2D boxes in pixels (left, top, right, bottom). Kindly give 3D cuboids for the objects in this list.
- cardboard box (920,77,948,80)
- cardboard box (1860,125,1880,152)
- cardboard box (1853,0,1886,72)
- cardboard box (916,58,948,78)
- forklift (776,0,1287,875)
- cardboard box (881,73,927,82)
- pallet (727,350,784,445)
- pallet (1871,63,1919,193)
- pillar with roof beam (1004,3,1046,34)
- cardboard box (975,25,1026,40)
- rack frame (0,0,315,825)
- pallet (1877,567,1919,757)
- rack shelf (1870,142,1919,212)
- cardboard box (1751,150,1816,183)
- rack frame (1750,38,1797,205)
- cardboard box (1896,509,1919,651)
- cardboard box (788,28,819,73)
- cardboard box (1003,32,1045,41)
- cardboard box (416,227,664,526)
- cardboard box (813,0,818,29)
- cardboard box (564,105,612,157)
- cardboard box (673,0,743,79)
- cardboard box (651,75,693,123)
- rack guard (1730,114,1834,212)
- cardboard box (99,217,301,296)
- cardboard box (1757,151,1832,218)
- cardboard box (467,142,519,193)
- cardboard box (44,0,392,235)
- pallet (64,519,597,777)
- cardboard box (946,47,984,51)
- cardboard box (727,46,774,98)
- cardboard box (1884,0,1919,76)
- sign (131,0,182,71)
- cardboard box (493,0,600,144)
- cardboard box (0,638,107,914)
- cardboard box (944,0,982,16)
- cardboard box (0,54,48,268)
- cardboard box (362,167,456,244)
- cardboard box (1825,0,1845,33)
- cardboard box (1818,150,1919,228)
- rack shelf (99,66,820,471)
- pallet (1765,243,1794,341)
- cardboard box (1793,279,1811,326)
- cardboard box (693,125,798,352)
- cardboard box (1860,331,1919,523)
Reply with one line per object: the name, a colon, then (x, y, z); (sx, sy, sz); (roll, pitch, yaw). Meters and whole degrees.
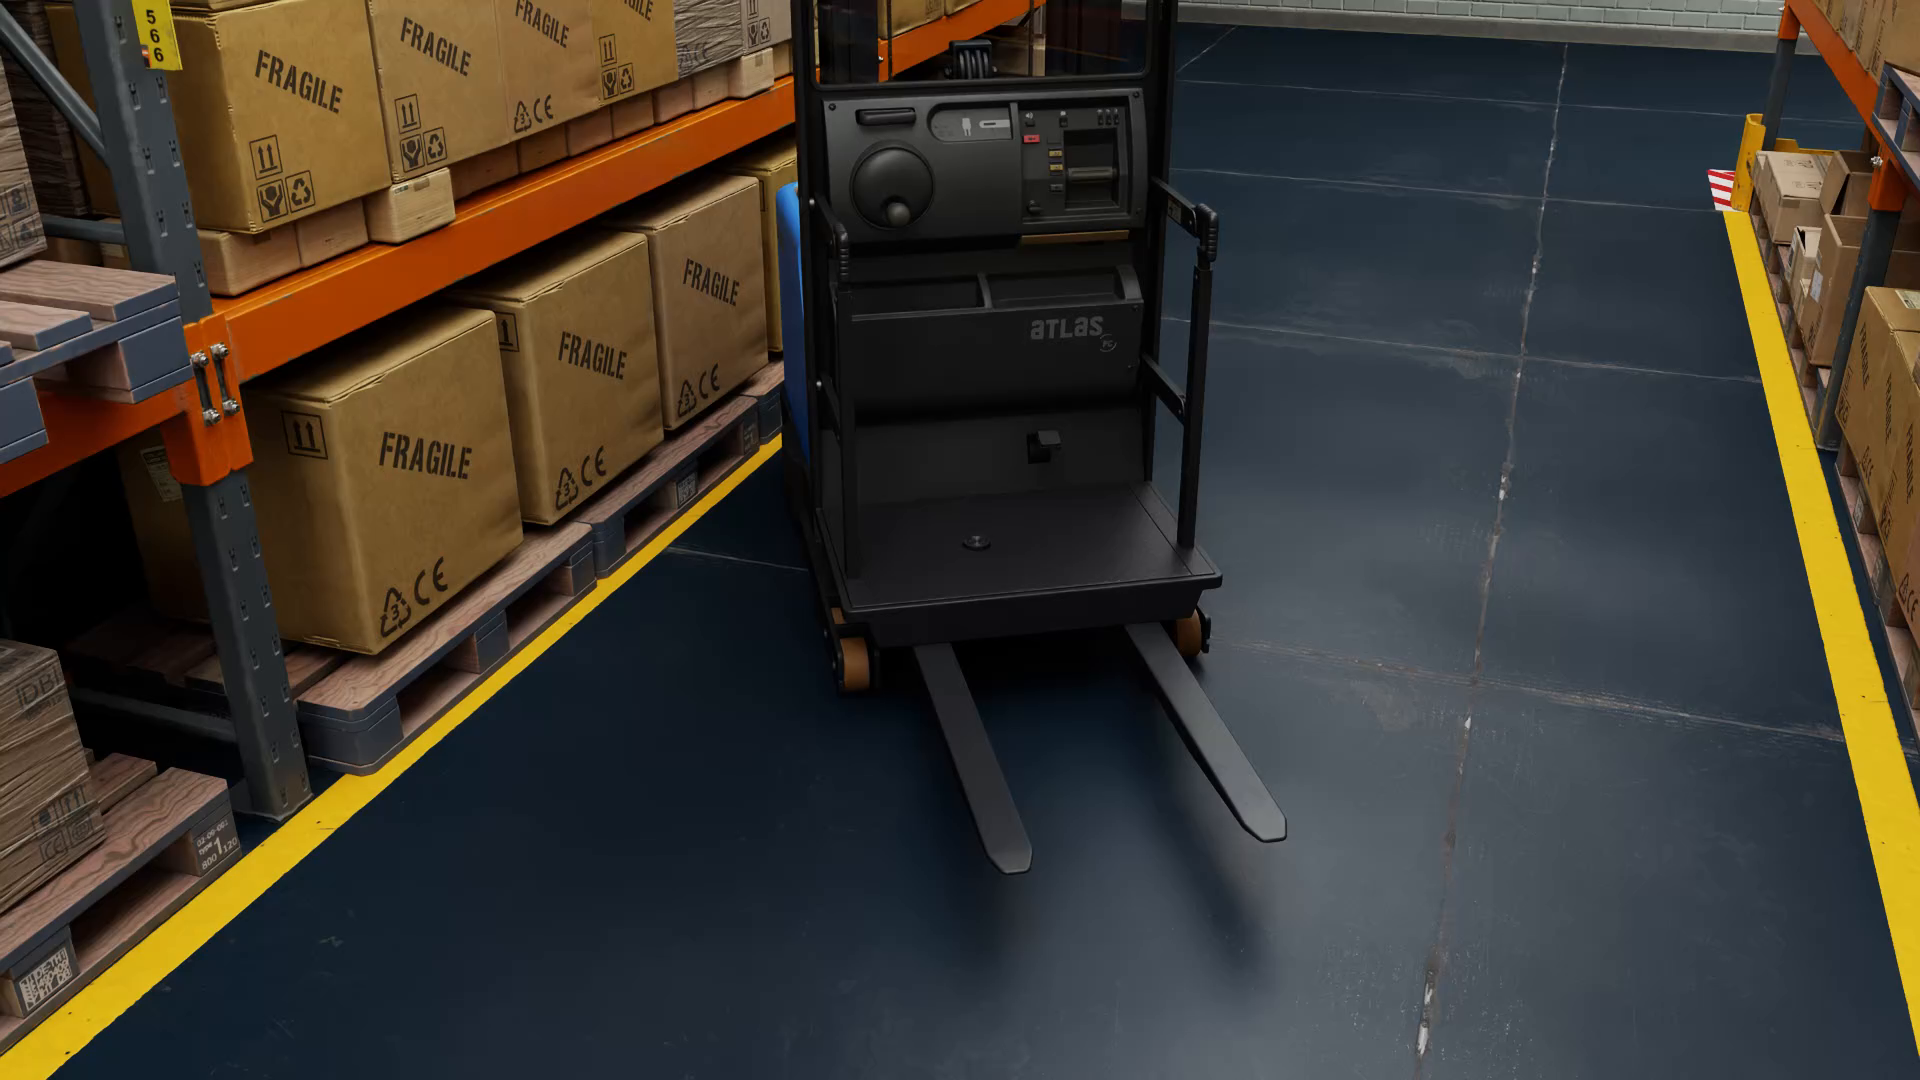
cardboard box: (-0.046, -2.341, 8.785); (0.380, 0.149, 0.250); (8, 27, 16)
cardboard box: (5.204, -2.105, 9.019); (0.500, 0.500, 0.500); (9, 27, 17)
cardboard box: (3.916, -2.147, 6.627); (0.500, 0.500, 0.500); (10, 27, 19)
cardboard box: (-0.226, -2.621, 9.363); (0.380, 0.149, 0.250); (9, 27, 18)
forklift: (0.125, -1.051, 4.556); (1.130, 2.935, 3.031); (-5, 26, -10)
cardboard box: (-0.396, -2.410, 8.929); (0.380, 0.149, 0.250); (9, 27, 18)
pallet: (-1.037, -0.781, 7.121); (1.003, 0.211, 1.213); (9, 27, 17)
pallet: (3.453, -1.248, 5.106); (1.003, 0.211, 1.213); (9, 27, 17)
pillar with roof beam: (4.622, -7.319, 10.539); (9.100, 9.000, 0.400); (9, 27, 17)
cardboard box: (0.194, -3.142, 10.439); (0.380, 0.149, 0.250); (9, 27, 18)
rack frame: (-2.182, -0.720, 3.795); (1.000, 3.000, 0.127); (9, 27, 17)
pallet: (3.182, 0.451, 4.577); (1.003, 0.211, 1.213); (9, 27, 17)
rack shelf: (3.156, -0.502, 4.169); (1.077, 0.370, 4.000); (9, 27, 17)
cardboard box: (4.689, -2.084, 9.378); (0.380, 0.149, 0.250); (9, 27, 17)
rack frame: (5.153, -3.291, 9.105); (1.000, 3.000, 0.127); (9, 27, 17)
cardboard box: (2.922, 0.076, 4.514); (0.500, 0.500, 0.500); (8, 27, 15)
cardboard box: (-0.758, -1.973, 6.648); (0.380, 0.149, 0.250); (9, 27, 18)
cardboard box: (0.471, -2.982, 10.110); (0.380, 0.149, 0.250); (8, 27, 17)
cardboard box: (-1.516, -0.584, 5.499); (0.750, 0.750, 0.750); (9, 27, 17)
cardboard box: (-0.767, -2.326, 6.632); (0.500, 0.500, 0.500); (8, 27, 17)
cardboard box: (-1.354, -1.350, 5.361); (0.380, 0.149, 0.250); (9, 27, 18)
cardboard box: (-1.103, -1.909, 5.772); (0.500, 0.500, 0.500); (9, 27, 18)
cardboard box: (-1.161, -1.564, 5.804); (0.380, 0.149, 0.250); (8, 27, 16)
rack guard: (5.127, -2.135, 9.585); (1.175, 0.500, 0.348); (9, 27, 17)
cardboard box: (-1.854, -0.718, 4.056); (0.380, 0.149, 0.250); (8, 27, 17)
cardboard box: (4.538, -1.864, 8.807); (0.500, 0.250, 0.500); (9, 27, 17)
cardboard box: (-1.548, -1.146, 4.941); (0.380, 0.149, 0.250); (9, 27, 19)
cardboard box: (-1.779, -1.071, 4.040); (0.500, 0.500, 0.500); (10, 27, 19)
pallet: (-1.849, 0.222, 5.050); (1.003, 0.211, 1.213); (9, 27, 17)
cardboard box: (-0.057, -2.831, 9.797); (0.380, 0.149, 0.250); (9, 27, 18)
cardboard box: (-0.919, -1.756, 6.200); (0.380, 0.149, 0.250); (9, 27, 17)
cardboard box: (3.453, -1.719, 5.262); (0.700, 0.500, 0.500); (0, 26, 0)
sign: (-1.667, -1.131, 3.406); (0.100, 0.325, 0.005); (9, 27, 17)
cardboard box: (-1.430, -1.488, 4.903); (0.500, 0.500, 0.500); (9, 27, 17)
cardboard box: (-2.373, 0.510, 3.618); (0.700, 0.500, 0.500); (9, 27, 18)
cardboard box: (-0.407, -3.019, 8.199); (0.980, 0.700, 0.700); (8, 27, 16)
cardboard box: (-2.329, -0.769, 3.276); (0.700, 0.500, 0.500); (6, 26, 11)
cardboard box: (-1.594, -0.917, 4.467); (0.380, 0.149, 0.250); (10, 27, 19)
cardboard box: (4.252, -2.568, 7.497); (0.500, 0.500, 0.500); (9, 27, 18)
cardboard box: (4.442, -1.494, 7.754); (0.797, 0.503, 0.637); (9, 27, 17)
rack shelf: (-1.517, -1.218, 5.650); (1.077, 0.370, 4.000); (9, 27, 17)
pallet: (4.455, -1.177, 7.939); (1.003, 0.211, 1.213); (9, 27, 17)
cardboard box: (3.812, -1.000, 7.140); (0.380, 0.149, 0.250); (9, 27, 17)
cardboard box: (-0.945, -1.300, 6.977); (0.750, 0.750, 0.750); (9, 27, 18)
cardboard box: (3.264, -0.336, 5.365); (0.500, 0.500, 0.500); (9, 27, 18)
